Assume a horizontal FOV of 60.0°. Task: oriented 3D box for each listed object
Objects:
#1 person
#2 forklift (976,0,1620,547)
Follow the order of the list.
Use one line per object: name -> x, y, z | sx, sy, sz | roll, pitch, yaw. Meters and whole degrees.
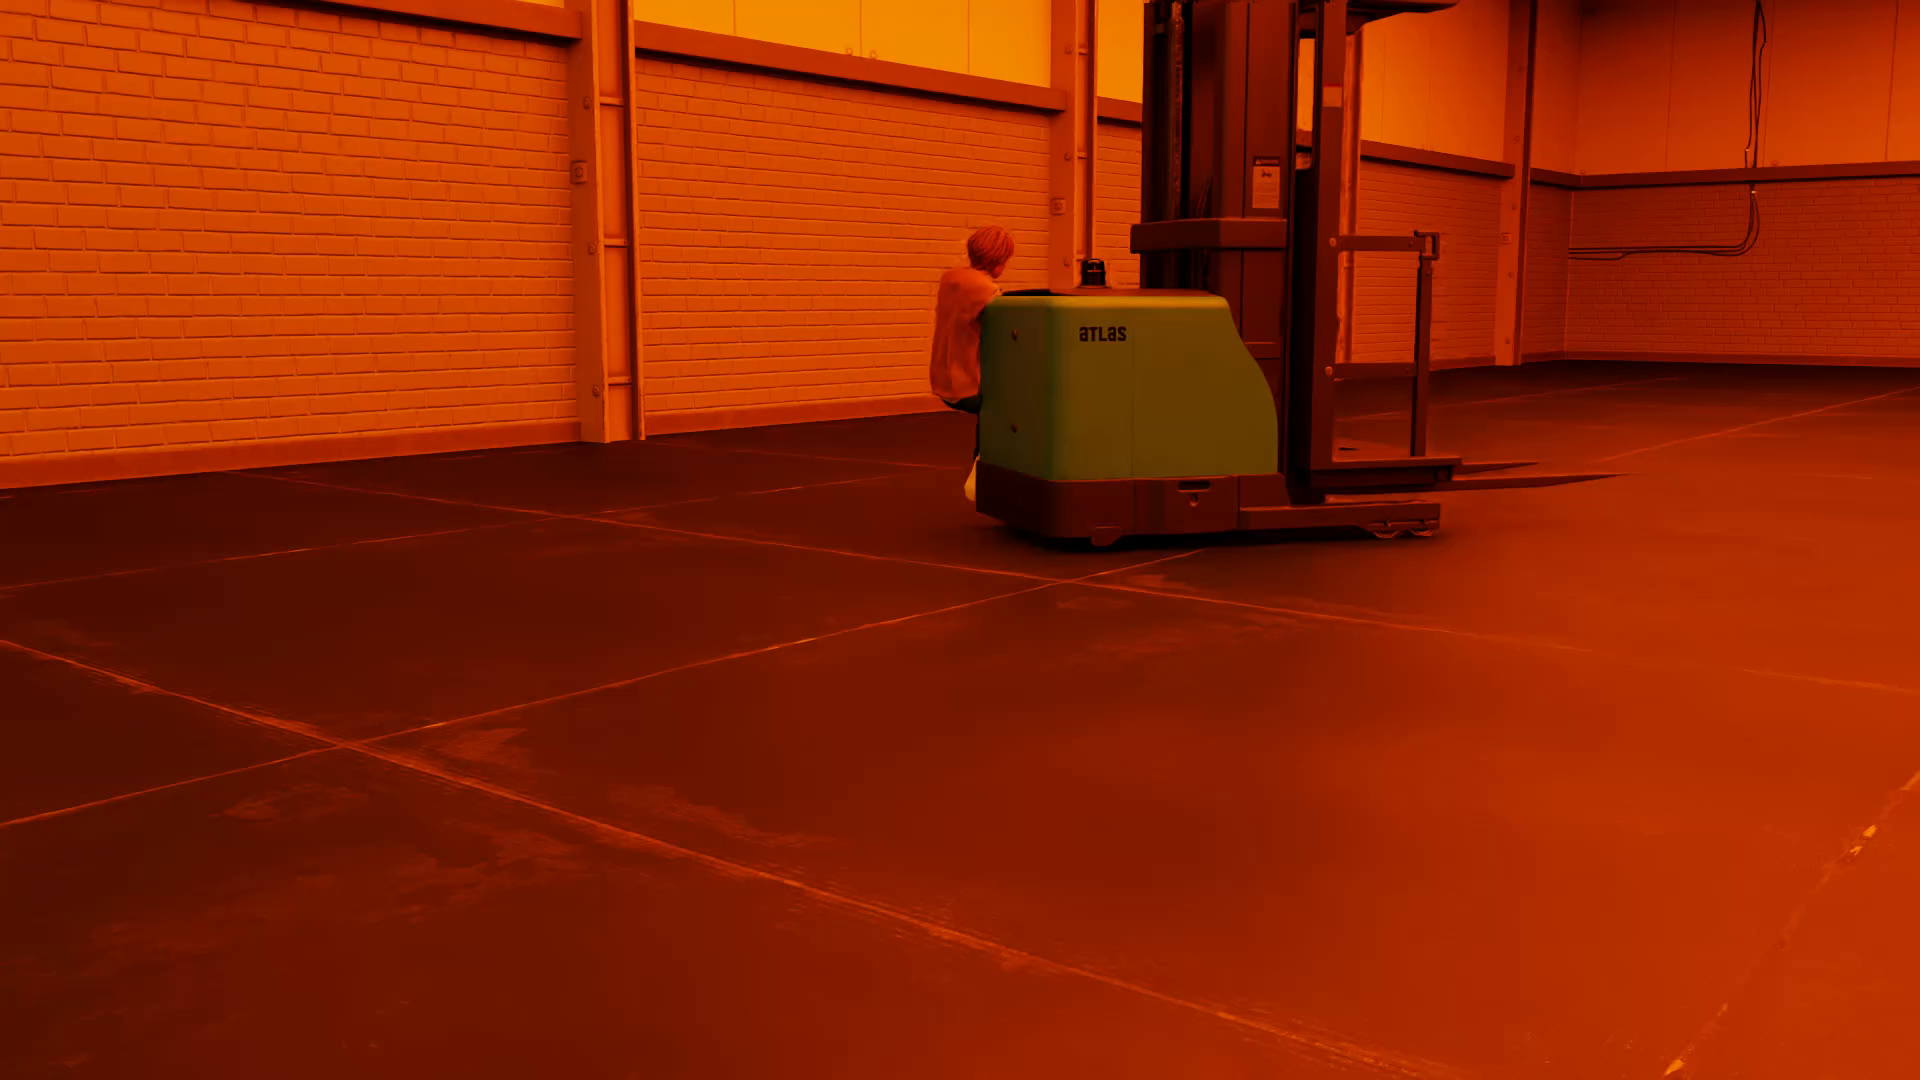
person -> 0.245, -0.789, 7.909 | 0.709, 1.358, 0.766 | -6, 10, -34
forklift -> 1.651, -1.524, 7.694 | 3.031, 2.935, 1.130 | -3, 9, -18
